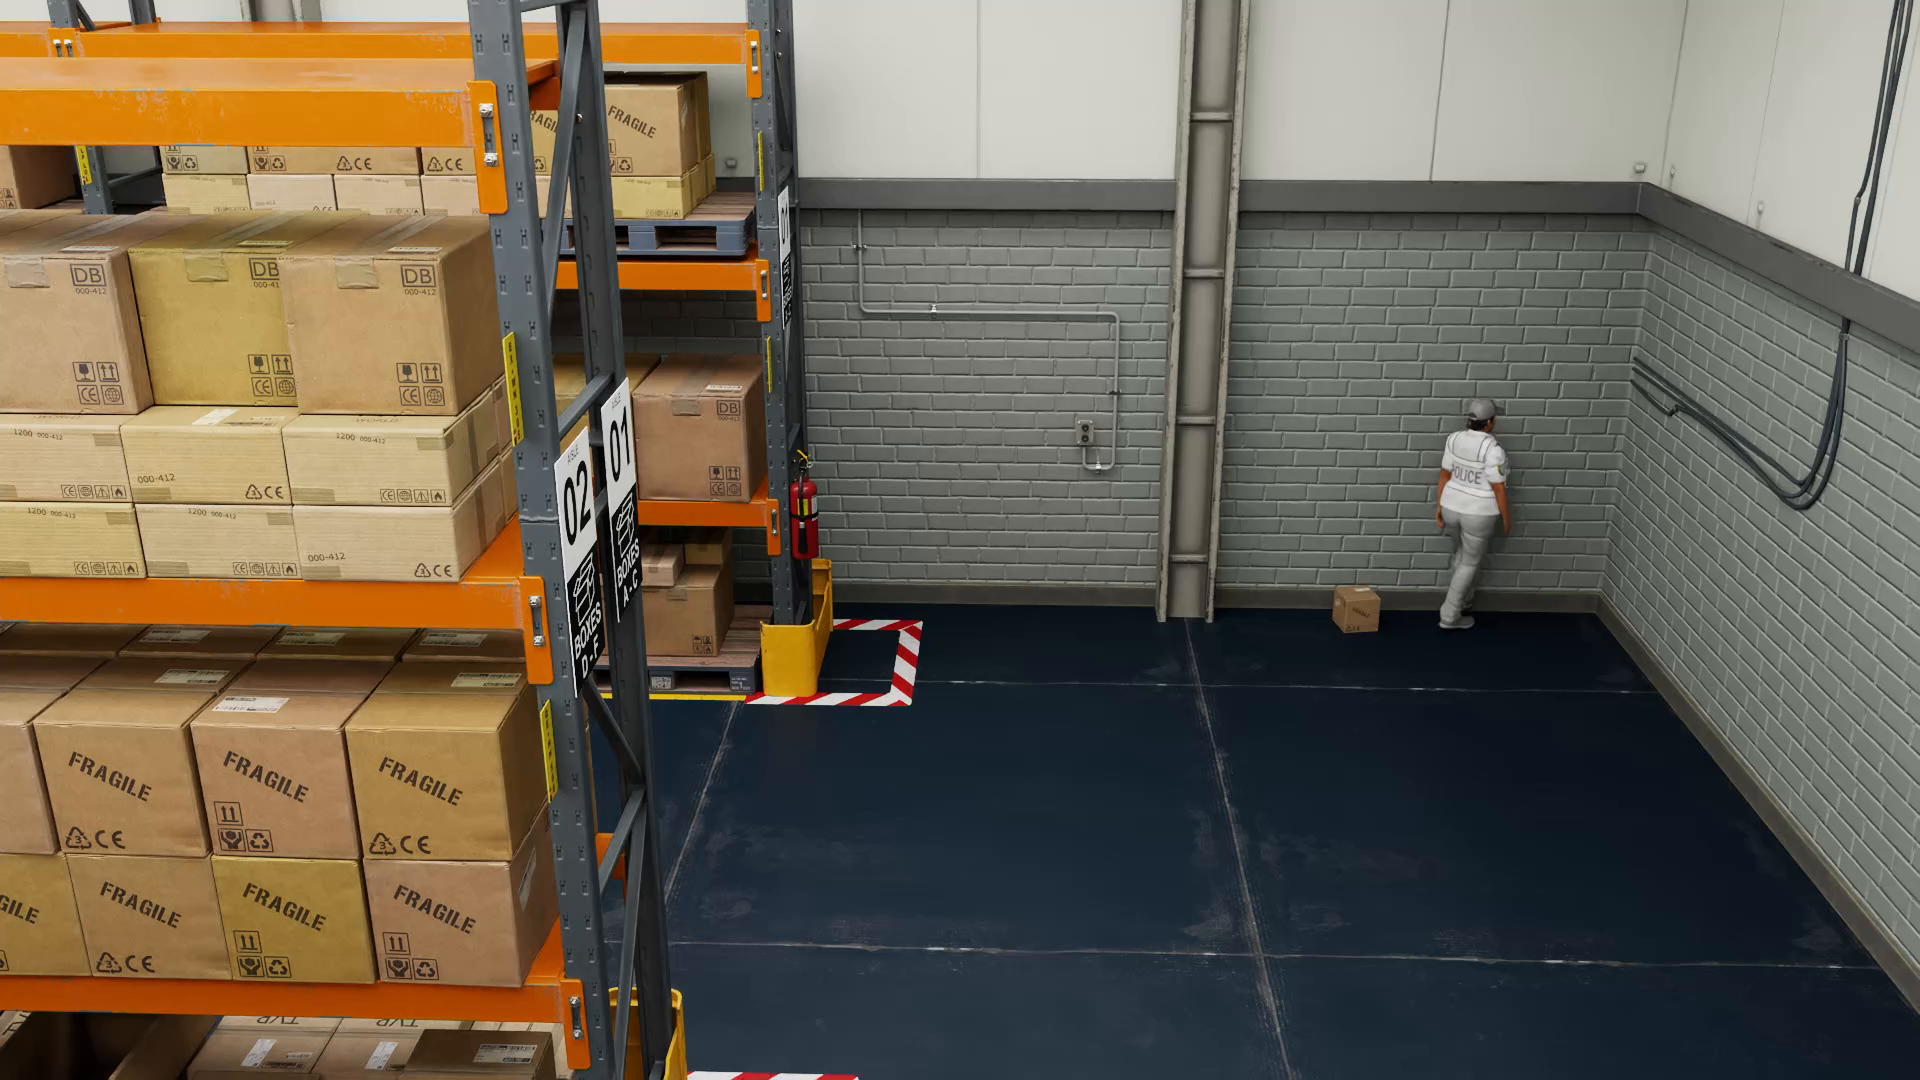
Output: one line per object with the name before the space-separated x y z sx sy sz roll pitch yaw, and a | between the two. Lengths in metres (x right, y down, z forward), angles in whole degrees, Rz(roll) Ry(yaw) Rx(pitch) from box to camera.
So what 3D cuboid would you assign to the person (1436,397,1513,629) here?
person | 3.636 -0.203 11.583 0.639 1.658 0.493 -12 24 -29
